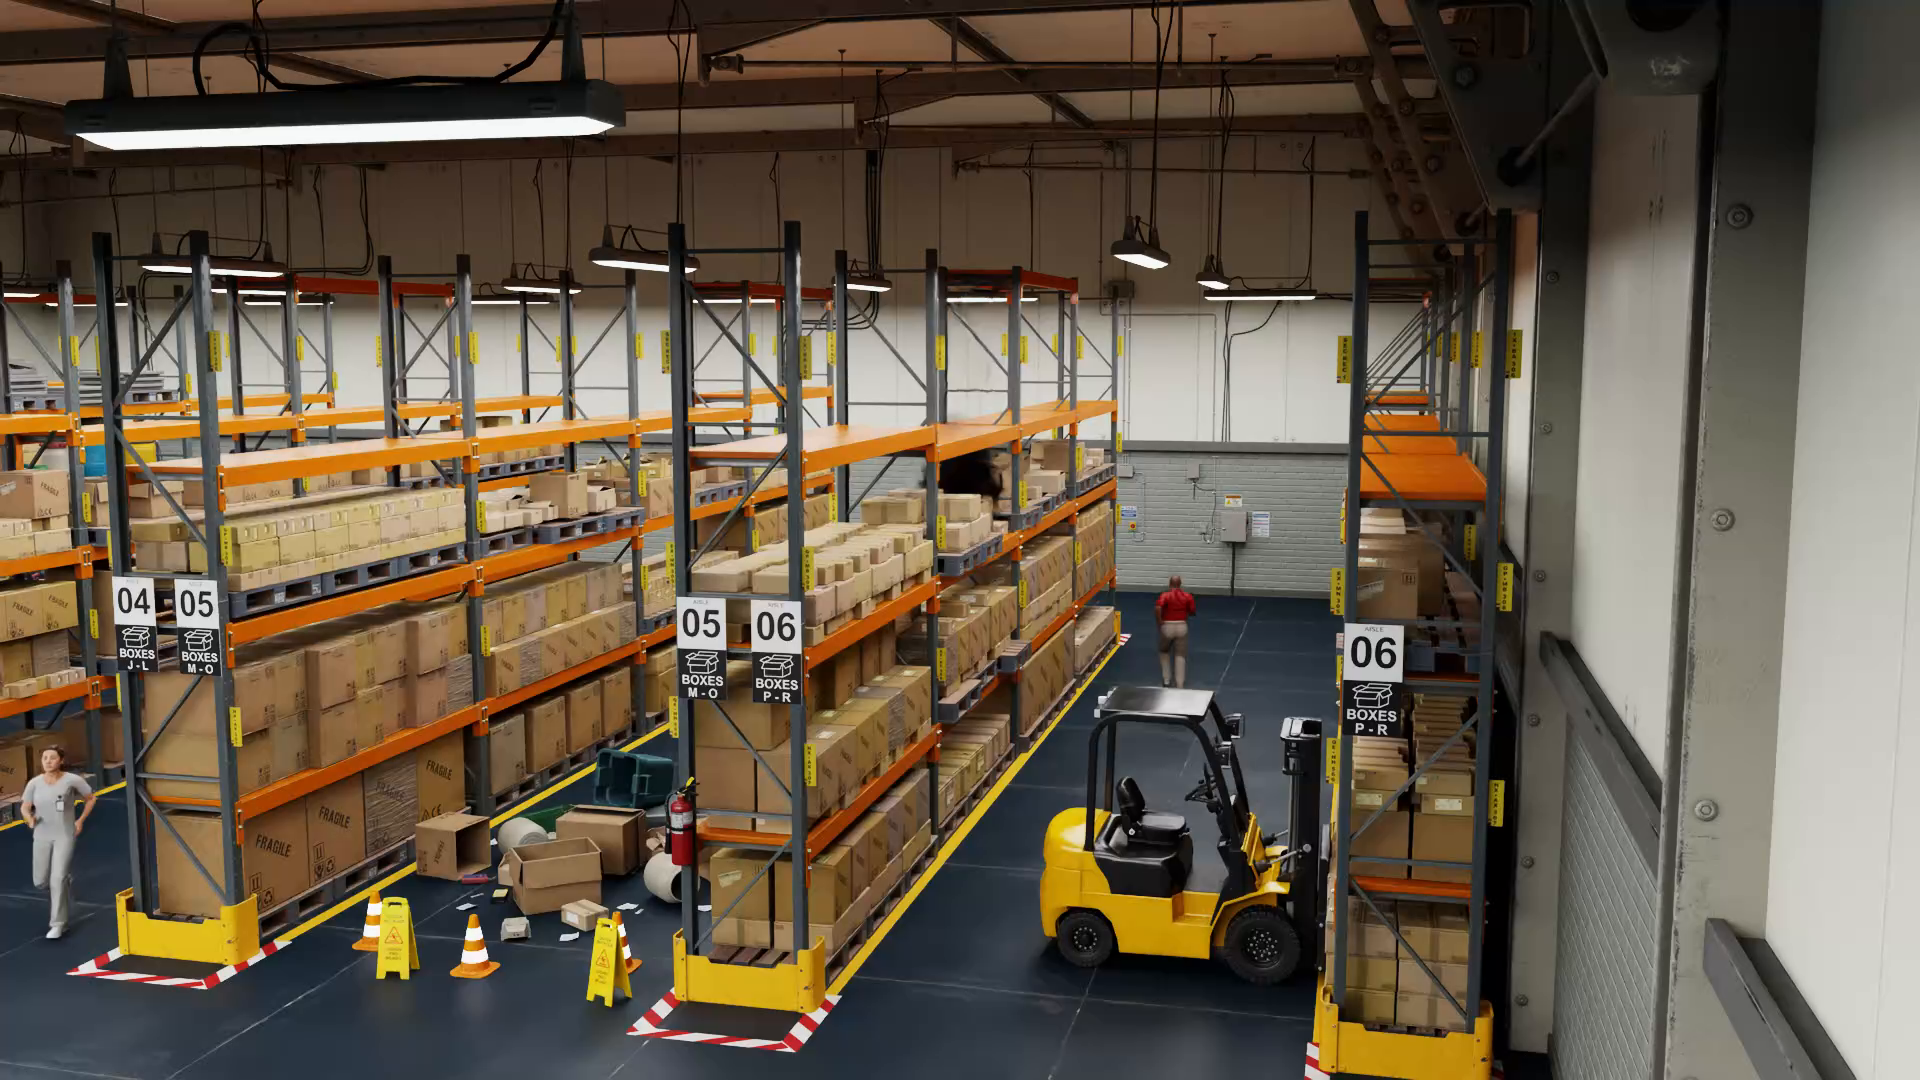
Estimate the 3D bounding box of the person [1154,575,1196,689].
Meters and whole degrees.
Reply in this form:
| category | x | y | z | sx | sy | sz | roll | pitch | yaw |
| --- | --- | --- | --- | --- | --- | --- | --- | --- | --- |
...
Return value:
| category | x | y | z | sx | sy | sz | roll | pitch | yaw |
| --- | --- | --- | --- | --- | --- | --- | --- | --- | --- |
| person | 3.098 | 1.384 | 24.095 | 0.638 | 1.789 | 0.747 | 0 | 7 | 1 |

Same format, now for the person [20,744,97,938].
| category | x | y | z | sx | sy | sz | roll | pitch | yaw |
| --- | --- | --- | --- | --- | --- | --- | --- | --- | --- |
| person | -7.885 | 2.589 | 14.554 | 0.584 | 1.632 | 0.797 | -1 | 7 | -12 |
